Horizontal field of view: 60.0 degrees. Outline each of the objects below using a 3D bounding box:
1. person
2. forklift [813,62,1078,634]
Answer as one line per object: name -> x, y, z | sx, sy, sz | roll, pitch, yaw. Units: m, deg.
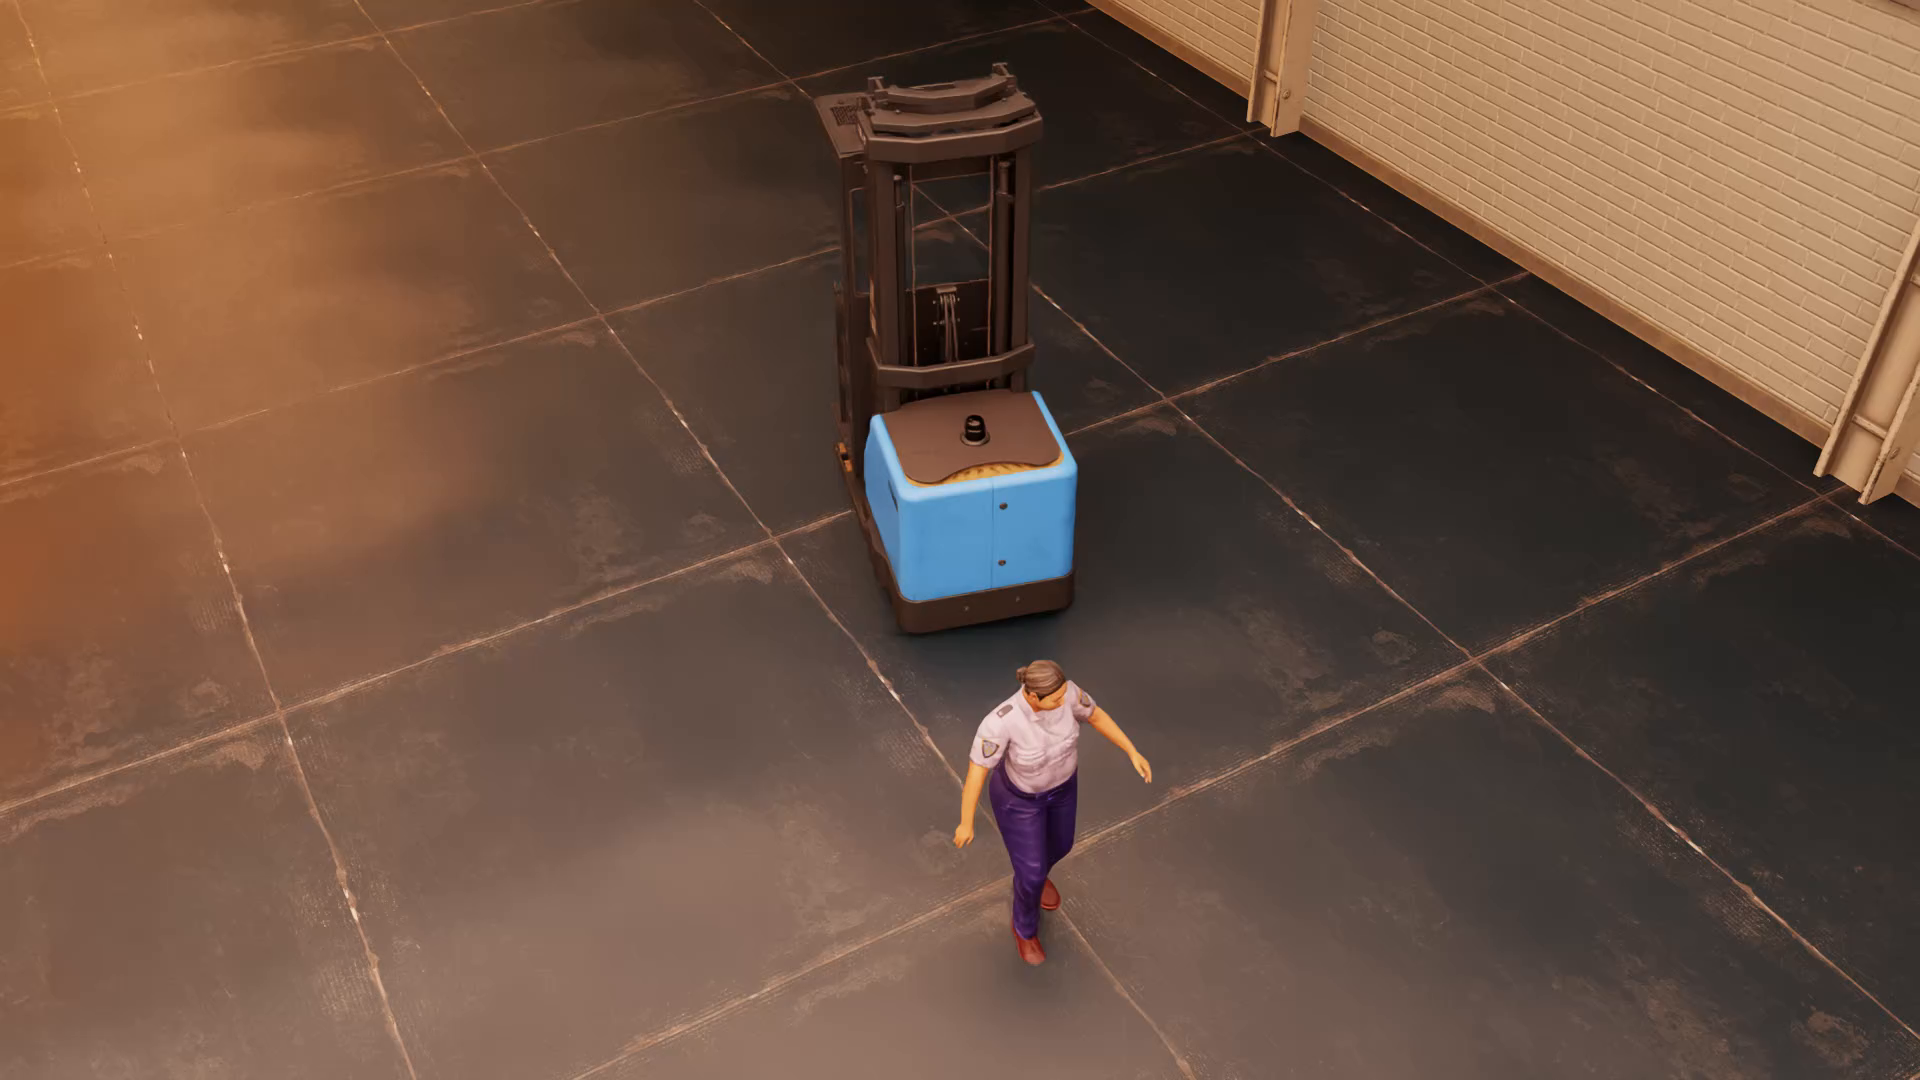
person -> 0.385, 1.227, 7.630 | 0.907, 1.680, 0.554 | -22, 44, -24
forklift -> -0.202, -1.538, 9.891 | 1.130, 2.935, 3.031 | -10, 41, -11
